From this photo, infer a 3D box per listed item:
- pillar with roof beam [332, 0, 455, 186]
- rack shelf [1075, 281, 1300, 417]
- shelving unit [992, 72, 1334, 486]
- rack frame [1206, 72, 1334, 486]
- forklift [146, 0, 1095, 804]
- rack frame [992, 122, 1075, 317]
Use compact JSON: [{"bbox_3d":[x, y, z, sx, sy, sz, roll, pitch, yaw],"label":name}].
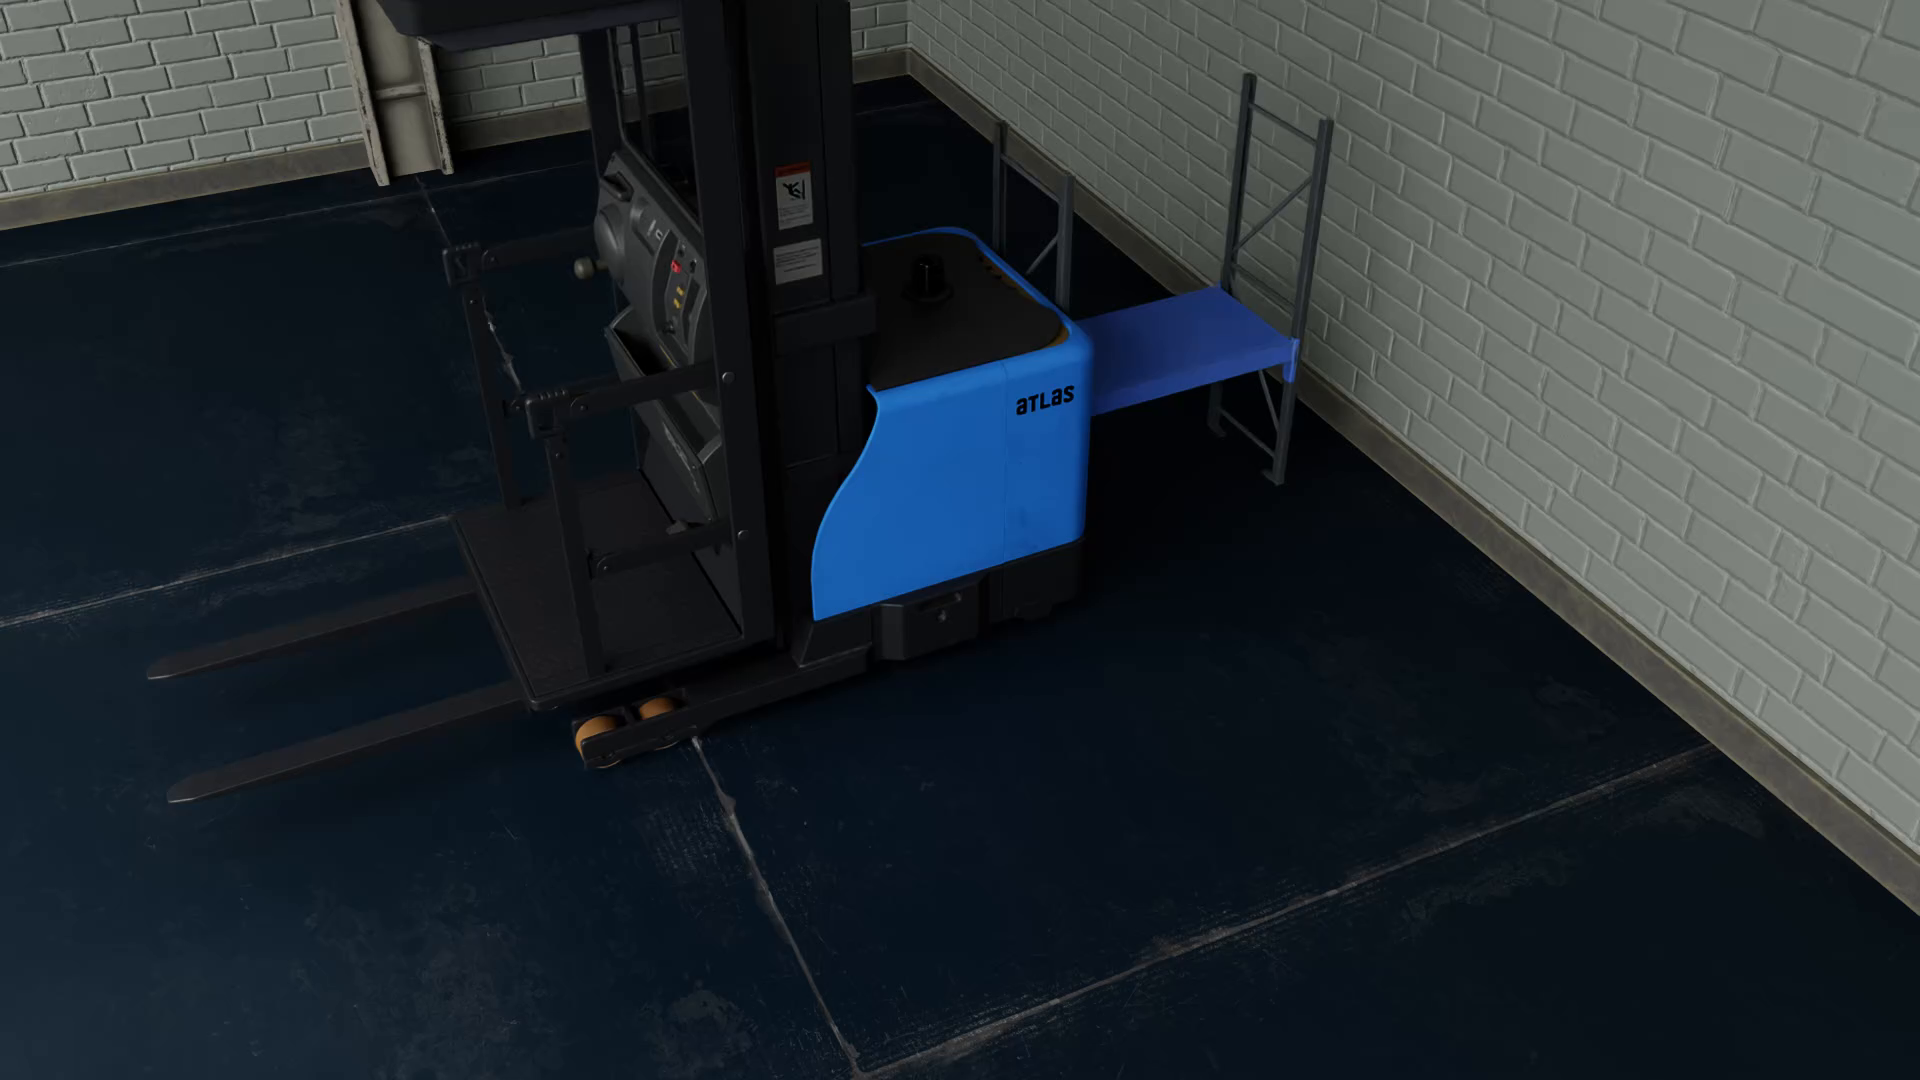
[{"bbox_3d":[-1.117,-3.290,3.132,0.400,9.000,9.100,-16,39,-20],"label":"pillar with roof beam"},{"bbox_3d":[0.694,-0.671,6.198,1.000,0.185,0.538,-17,40,-21],"label":"rack shelf"},{"bbox_3d":[0.694,-0.816,6.091,1.048,1.500,0.538,-17,40,-21],"label":"shelving unit"},{"bbox_3d":[1.148,-0.952,6.274,0.032,1.500,0.500,-17,40,-21],"label":"rack frame"},{"bbox_3d":[-1.103,-0.814,4.887,3.031,2.935,1.130,-17,40,-21],"label":"forklift"},{"bbox_3d":[0.240,-0.680,5.907,0.032,1.500,0.500,-17,40,-21],"label":"rack frame"}]
